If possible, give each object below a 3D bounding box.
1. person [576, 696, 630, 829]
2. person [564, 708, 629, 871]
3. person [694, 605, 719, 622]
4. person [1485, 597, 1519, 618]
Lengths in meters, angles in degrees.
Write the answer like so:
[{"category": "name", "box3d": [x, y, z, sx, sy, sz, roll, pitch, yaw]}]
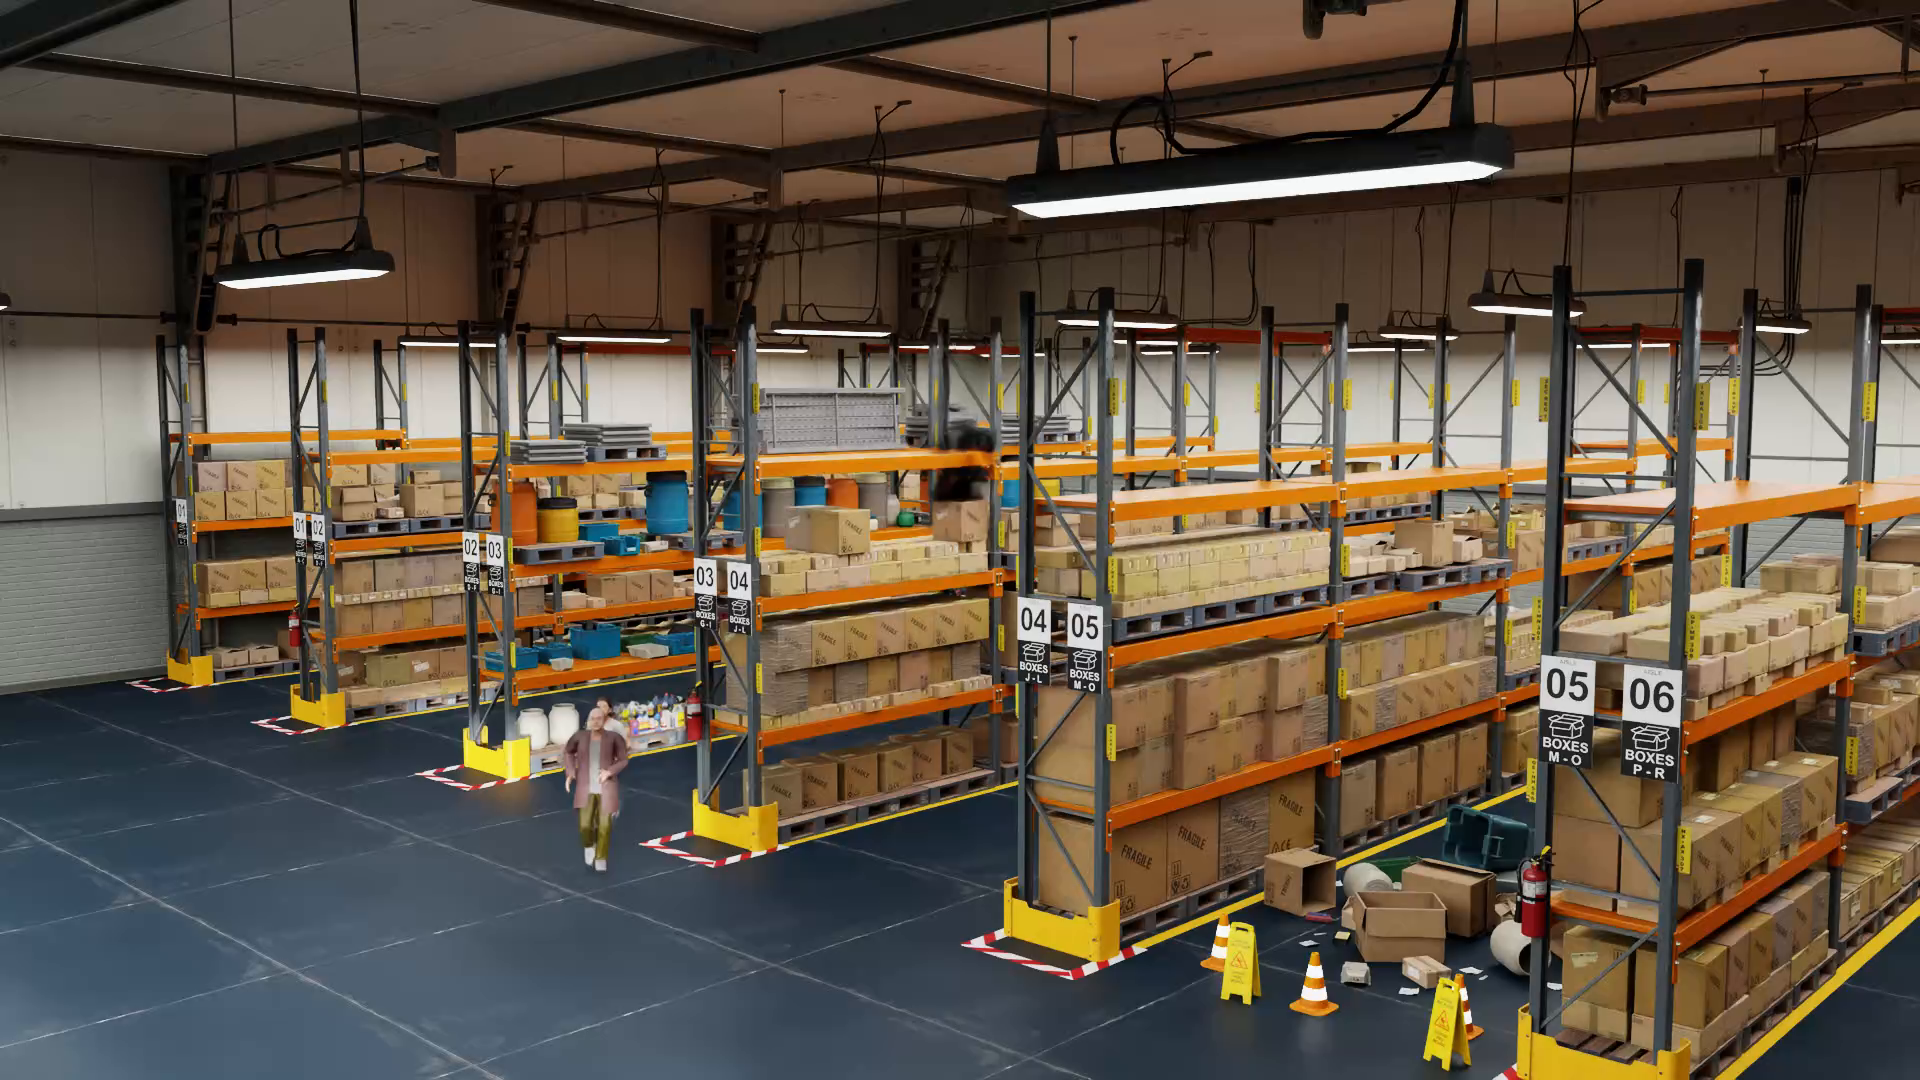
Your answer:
[{"category": "person", "box3d": [-4.124, 2.583, 19.067, 0.569, 1.603, 0.528, 3, 6, 29]}, {"category": "person", "box3d": [-3.851, 2.650, 17.572, 0.698, 1.748, 0.644, -1, 5, -8]}, {"category": "person", "box3d": [-5.037, 1.209, 33.359, 0.581, 1.724, 0.796, 4, 6, 34]}, {"category": "person", "box3d": [9.058, 1.710, 27.613, 0.657, 1.787, 1.013, 5, 7, 43]}]
